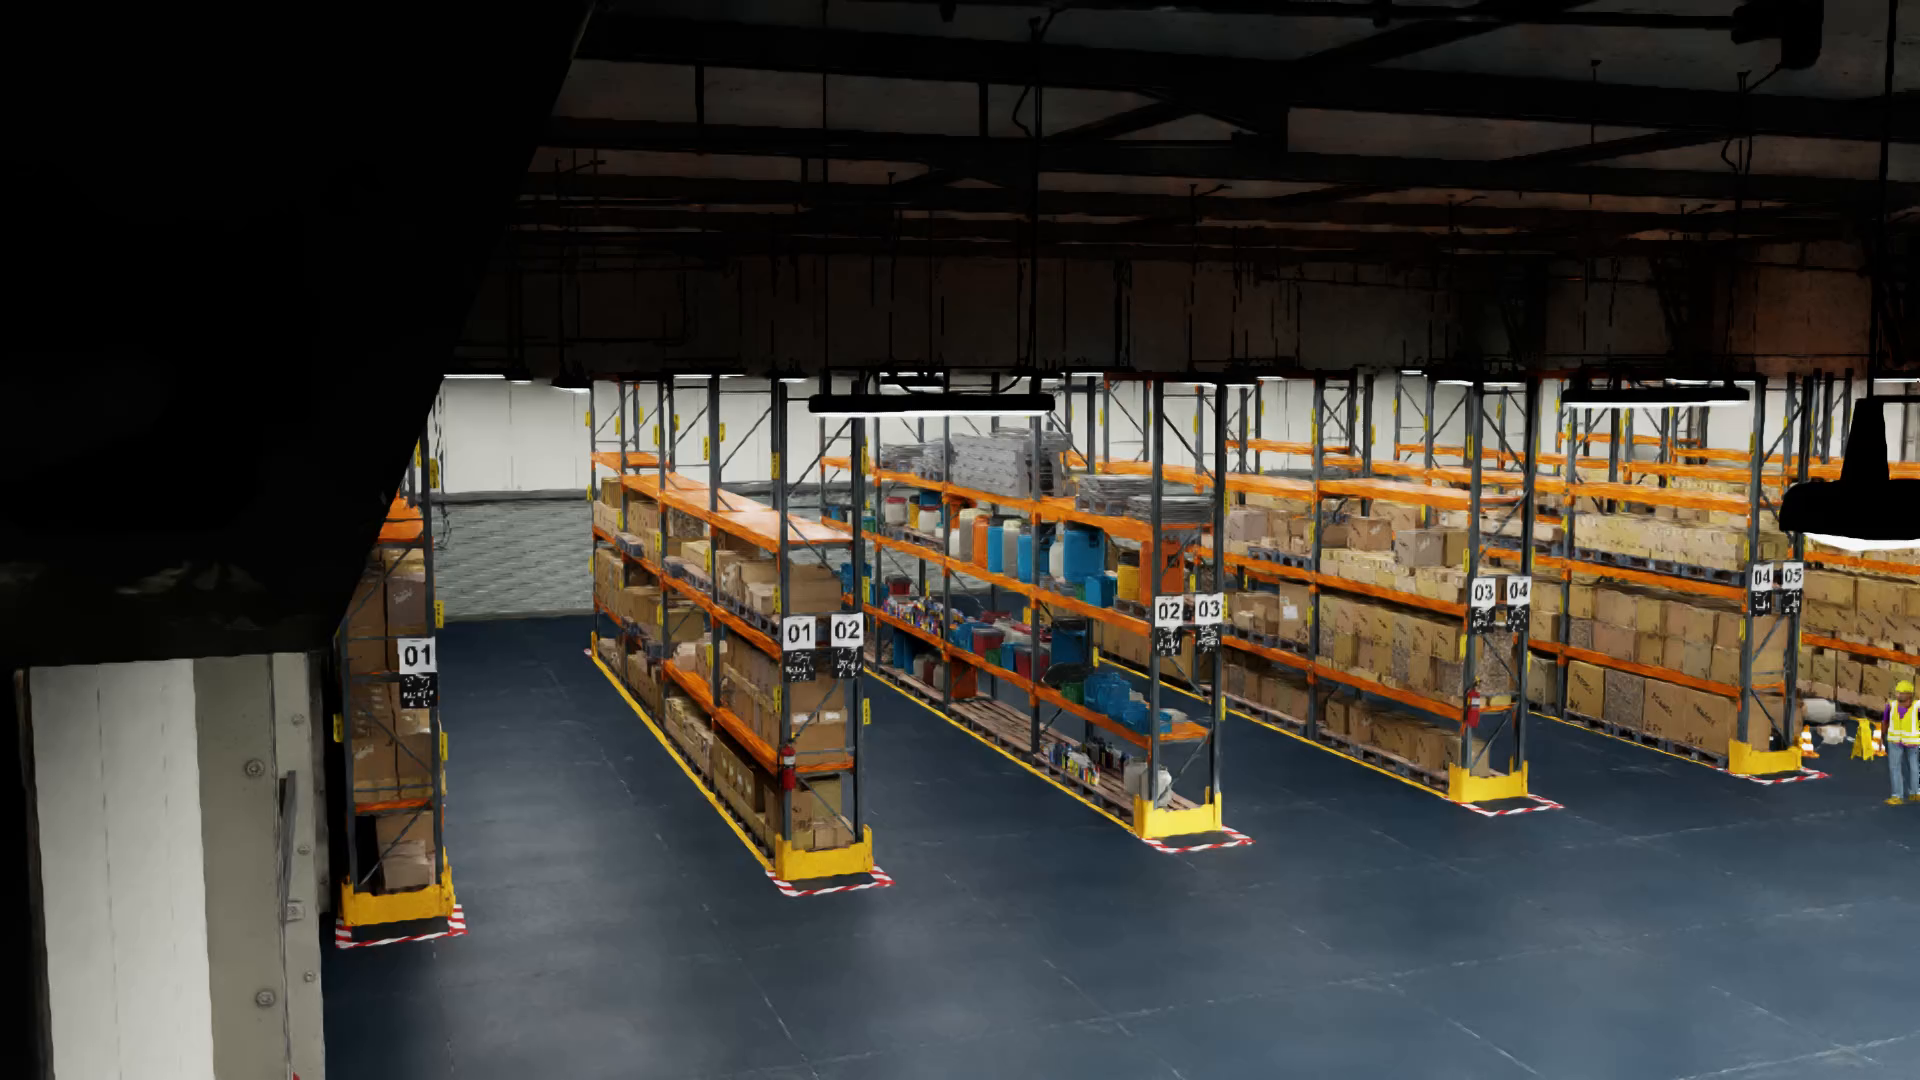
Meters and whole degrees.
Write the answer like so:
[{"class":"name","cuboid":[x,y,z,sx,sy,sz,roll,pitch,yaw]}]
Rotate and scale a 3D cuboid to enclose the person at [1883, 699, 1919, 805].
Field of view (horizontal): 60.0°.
[{"class":"person","cuboid":[13.353,2.974,23.480,0.629,1.514,0.536,6,9,42]}]
